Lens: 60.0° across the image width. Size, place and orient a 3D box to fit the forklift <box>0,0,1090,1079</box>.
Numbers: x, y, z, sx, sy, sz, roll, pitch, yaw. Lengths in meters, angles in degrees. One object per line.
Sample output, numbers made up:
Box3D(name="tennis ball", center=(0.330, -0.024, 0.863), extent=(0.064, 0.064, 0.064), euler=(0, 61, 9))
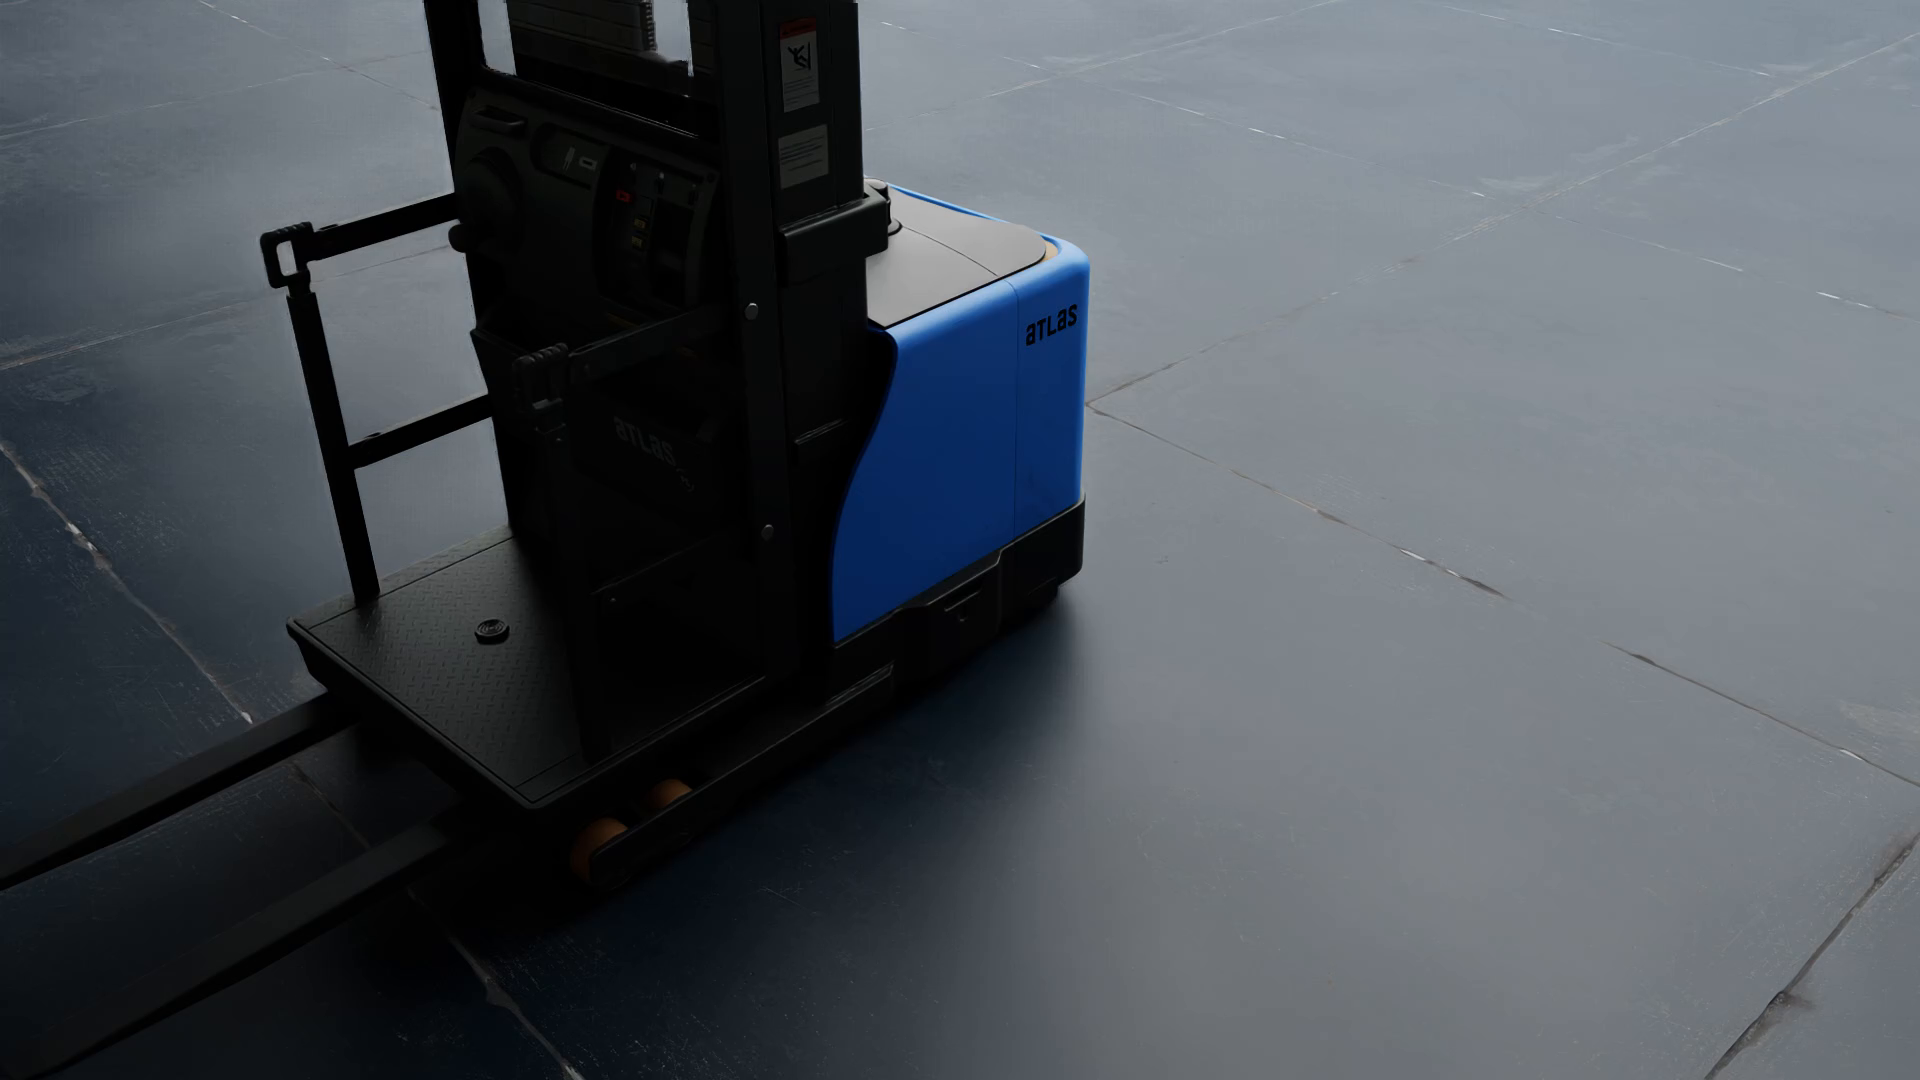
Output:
Box3D(name="forklift", center=(-1.002, -0.730, 3.634), extent=(1.130, 2.935, 3.031), euler=(26, 40, 35))
